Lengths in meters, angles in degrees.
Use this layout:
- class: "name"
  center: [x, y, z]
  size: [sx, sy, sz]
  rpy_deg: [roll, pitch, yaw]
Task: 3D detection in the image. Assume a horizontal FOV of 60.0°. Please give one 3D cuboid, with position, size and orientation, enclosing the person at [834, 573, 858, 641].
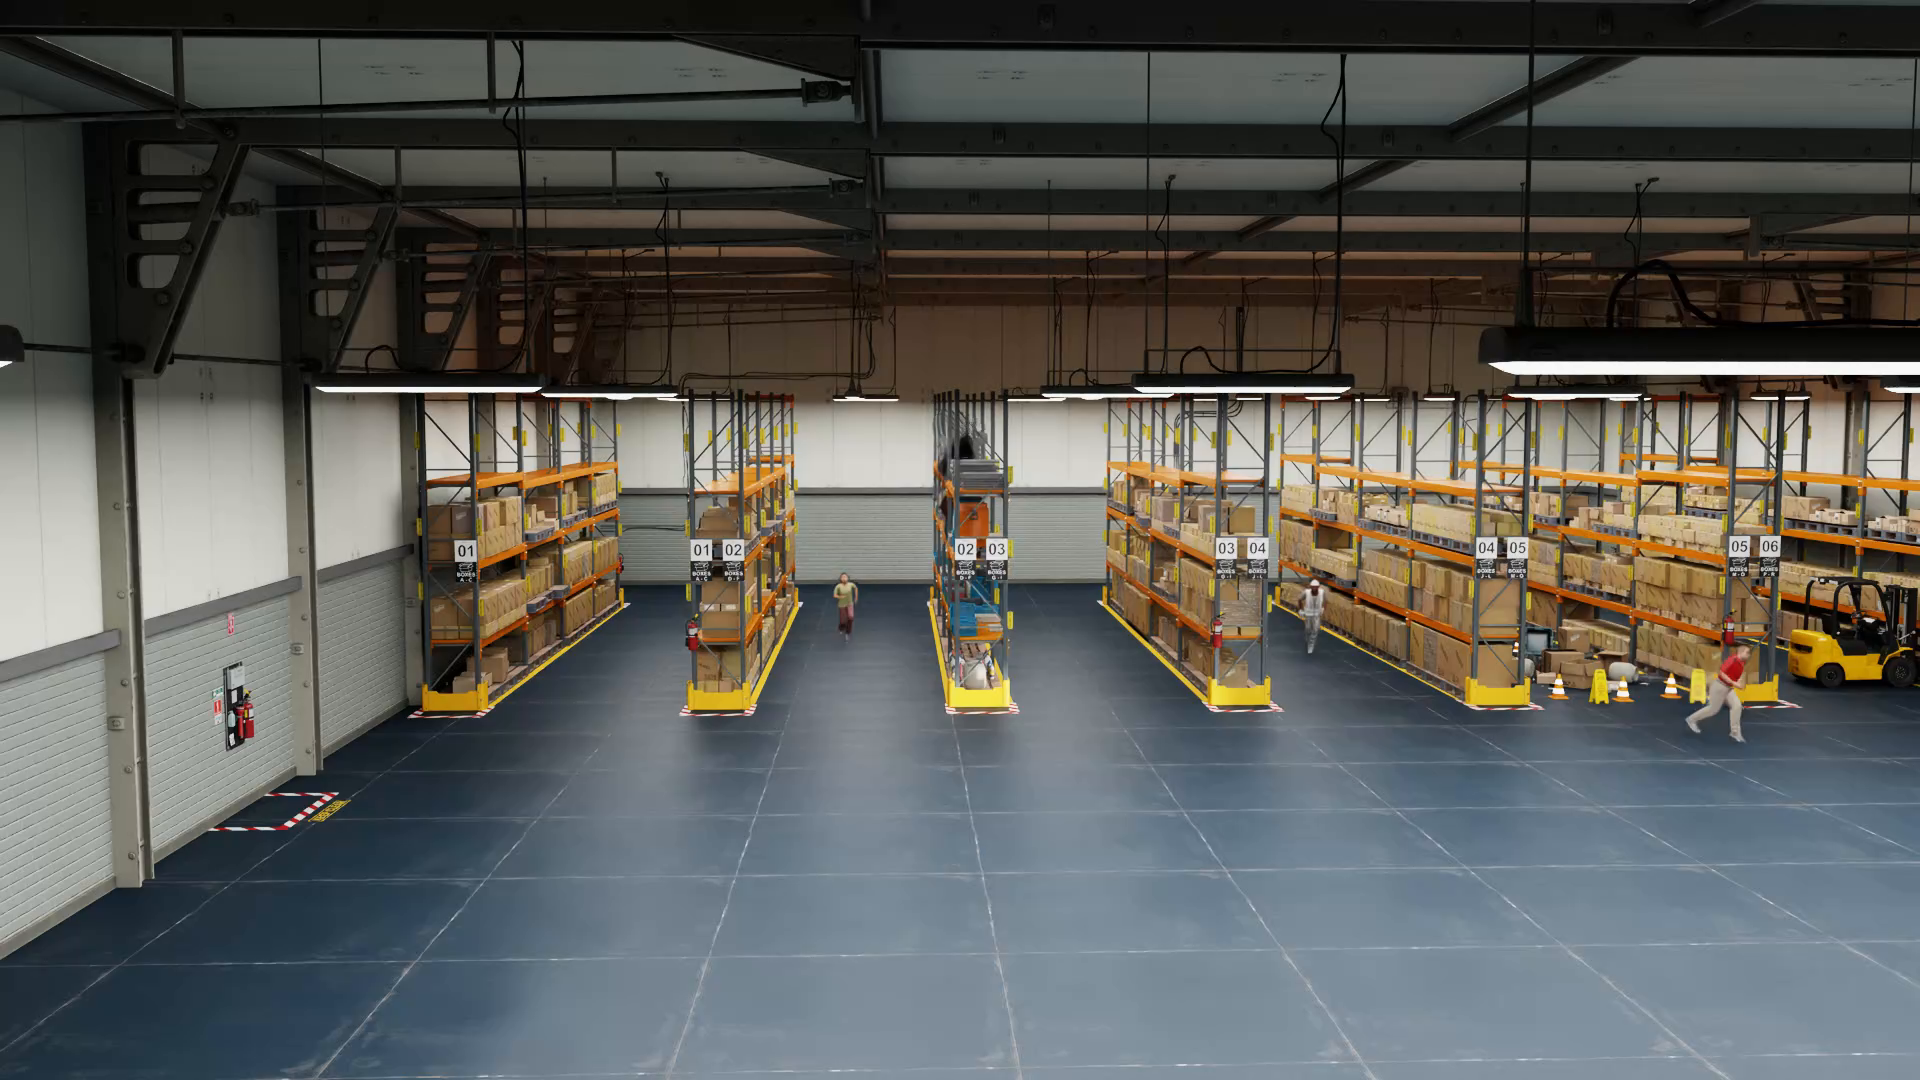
- class: "person"
  center: [-2.708, 1.560, 39.372]
  size: [0.580, 1.588, 0.848]
  rpy_deg: [-1, 5, -7]

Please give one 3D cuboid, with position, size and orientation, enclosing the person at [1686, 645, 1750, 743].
- class: "person"
  center: [12.996, 2.605, 28.499]
  size: [1.019, 1.694, 0.703]
  rpy_deg: [4, 6, 41]

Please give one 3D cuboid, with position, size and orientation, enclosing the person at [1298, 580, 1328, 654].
- class: "person"
  center: [8.169, 1.752, 38.517]
  size: [0.681, 1.715, 0.874]
  rpy_deg: [0, 5, 0]
